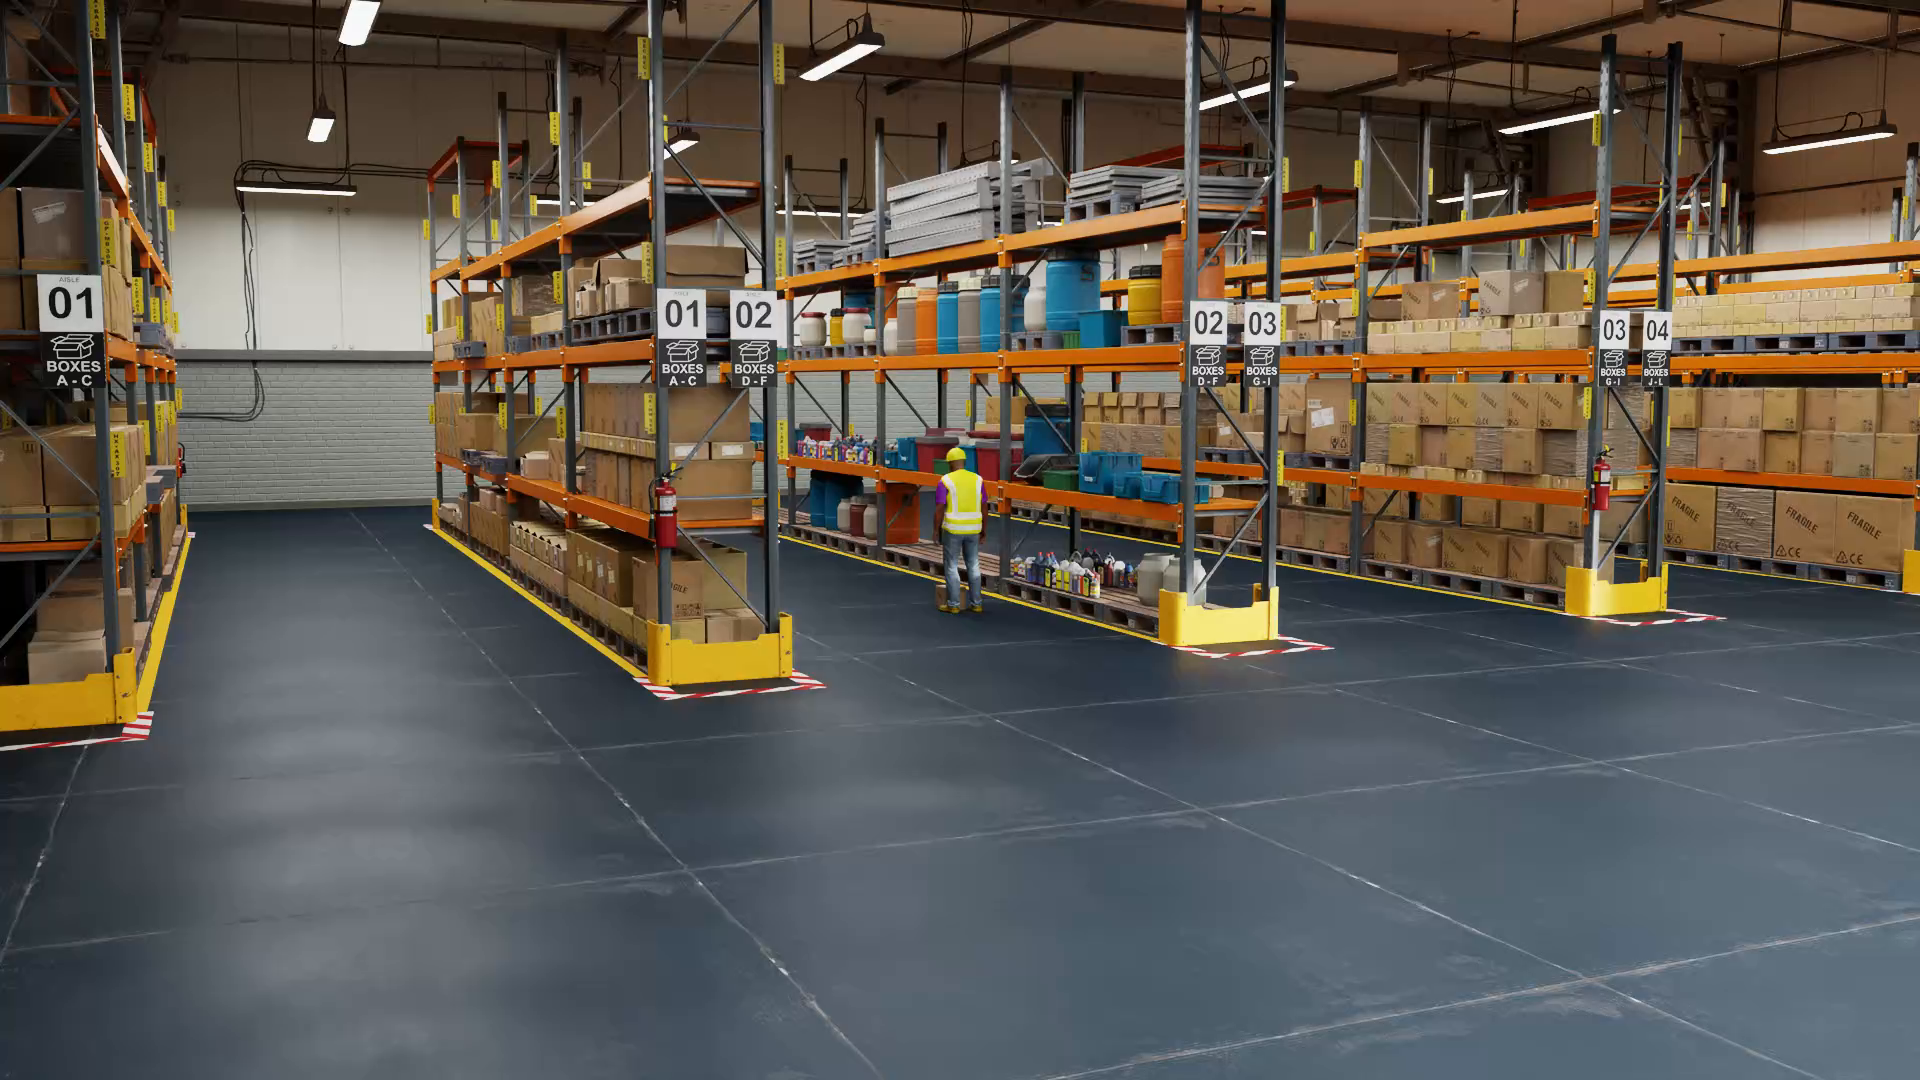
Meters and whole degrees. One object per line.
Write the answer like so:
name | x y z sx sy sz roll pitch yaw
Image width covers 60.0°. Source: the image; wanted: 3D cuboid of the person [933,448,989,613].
person | 0.005 -0.108 17.816 0.628 1.761 0.456 -2 6 -23
